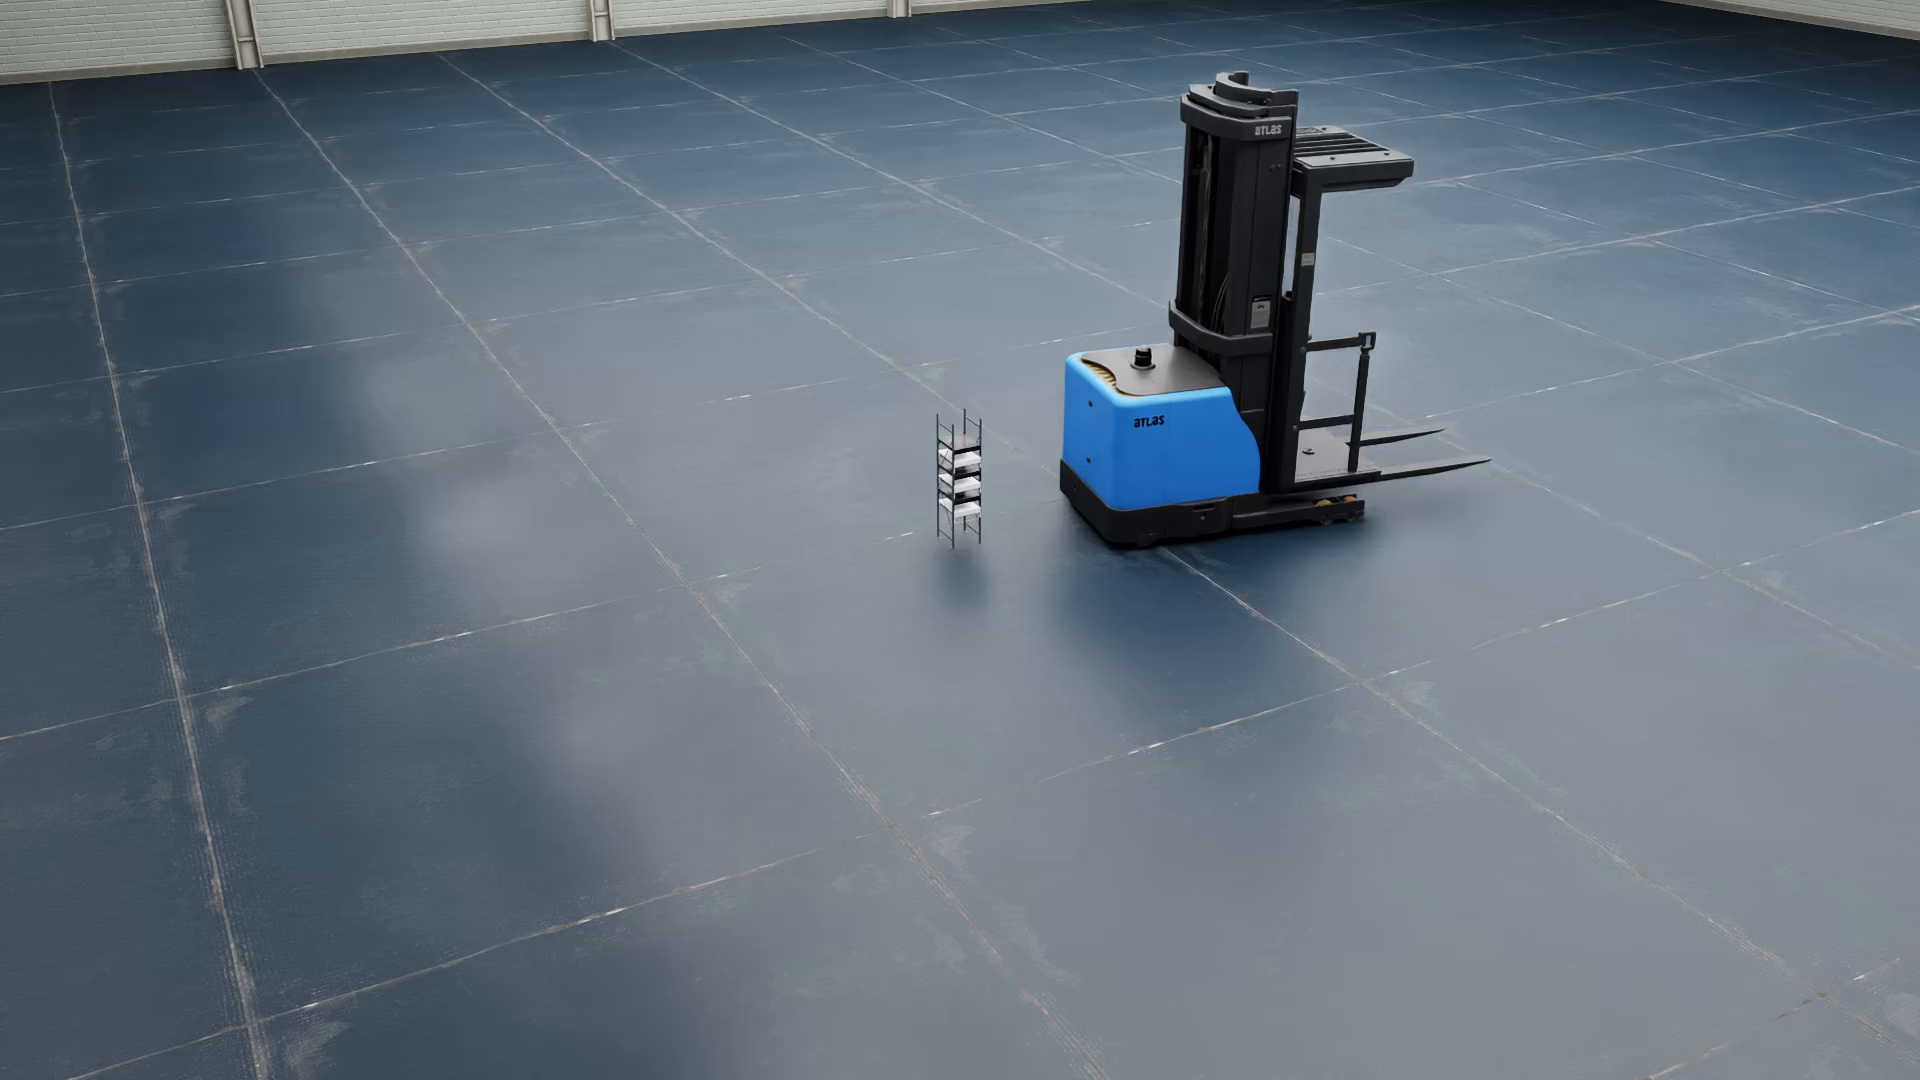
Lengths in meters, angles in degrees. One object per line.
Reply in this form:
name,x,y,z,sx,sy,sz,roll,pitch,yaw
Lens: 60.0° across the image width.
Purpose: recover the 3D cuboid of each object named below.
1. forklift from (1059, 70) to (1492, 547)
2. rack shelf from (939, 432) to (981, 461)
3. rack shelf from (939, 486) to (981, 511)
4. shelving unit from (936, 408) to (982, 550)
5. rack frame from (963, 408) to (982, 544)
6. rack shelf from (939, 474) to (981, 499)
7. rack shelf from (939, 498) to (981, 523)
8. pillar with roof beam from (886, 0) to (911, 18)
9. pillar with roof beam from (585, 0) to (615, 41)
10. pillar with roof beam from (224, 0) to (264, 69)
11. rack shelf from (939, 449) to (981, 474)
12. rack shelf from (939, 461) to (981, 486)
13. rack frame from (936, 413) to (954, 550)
forklift,2.284,-1.637,11.273,3.031,2.935,1.130,-8,27,-16
rack shelf,-0.007,-0.617,10.949,0.200,0.077,0.258,-13,29,-25
rack shelf,-0.007,-0.293,11.105,0.200,0.077,0.258,-13,29,-25
shelving unit,-0.007,-0.404,11.052,0.210,0.900,0.258,-13,29,-25
rack frame,0.083,-0.425,11.095,0.006,0.900,0.240,-13,29,-25
rack shelf,-0.007,-0.374,11.066,0.200,0.077,0.258,-13,29,-25
rack shelf,-0.007,-0.212,11.144,0.200,0.077,0.258,-13,29,-25
pillar with roof beam,0.824,-12.714,27.334,0.400,9.000,9.100,-13,29,-25
pillar with roof beam,-4.470,-11.492,24.789,0.400,9.000,9.100,-13,29,-25
pillar with roof beam,-9.764,-10.270,22.244,0.400,9.000,9.100,-13,29,-25
rack shelf,-0.007,-0.536,10.988,0.200,0.077,0.258,-13,29,-25
rack shelf,-0.007,-0.455,11.027,0.200,0.077,0.258,-13,29,-25
rack frame,-0.097,-0.383,11.009,0.006,0.900,0.240,-13,29,-25
